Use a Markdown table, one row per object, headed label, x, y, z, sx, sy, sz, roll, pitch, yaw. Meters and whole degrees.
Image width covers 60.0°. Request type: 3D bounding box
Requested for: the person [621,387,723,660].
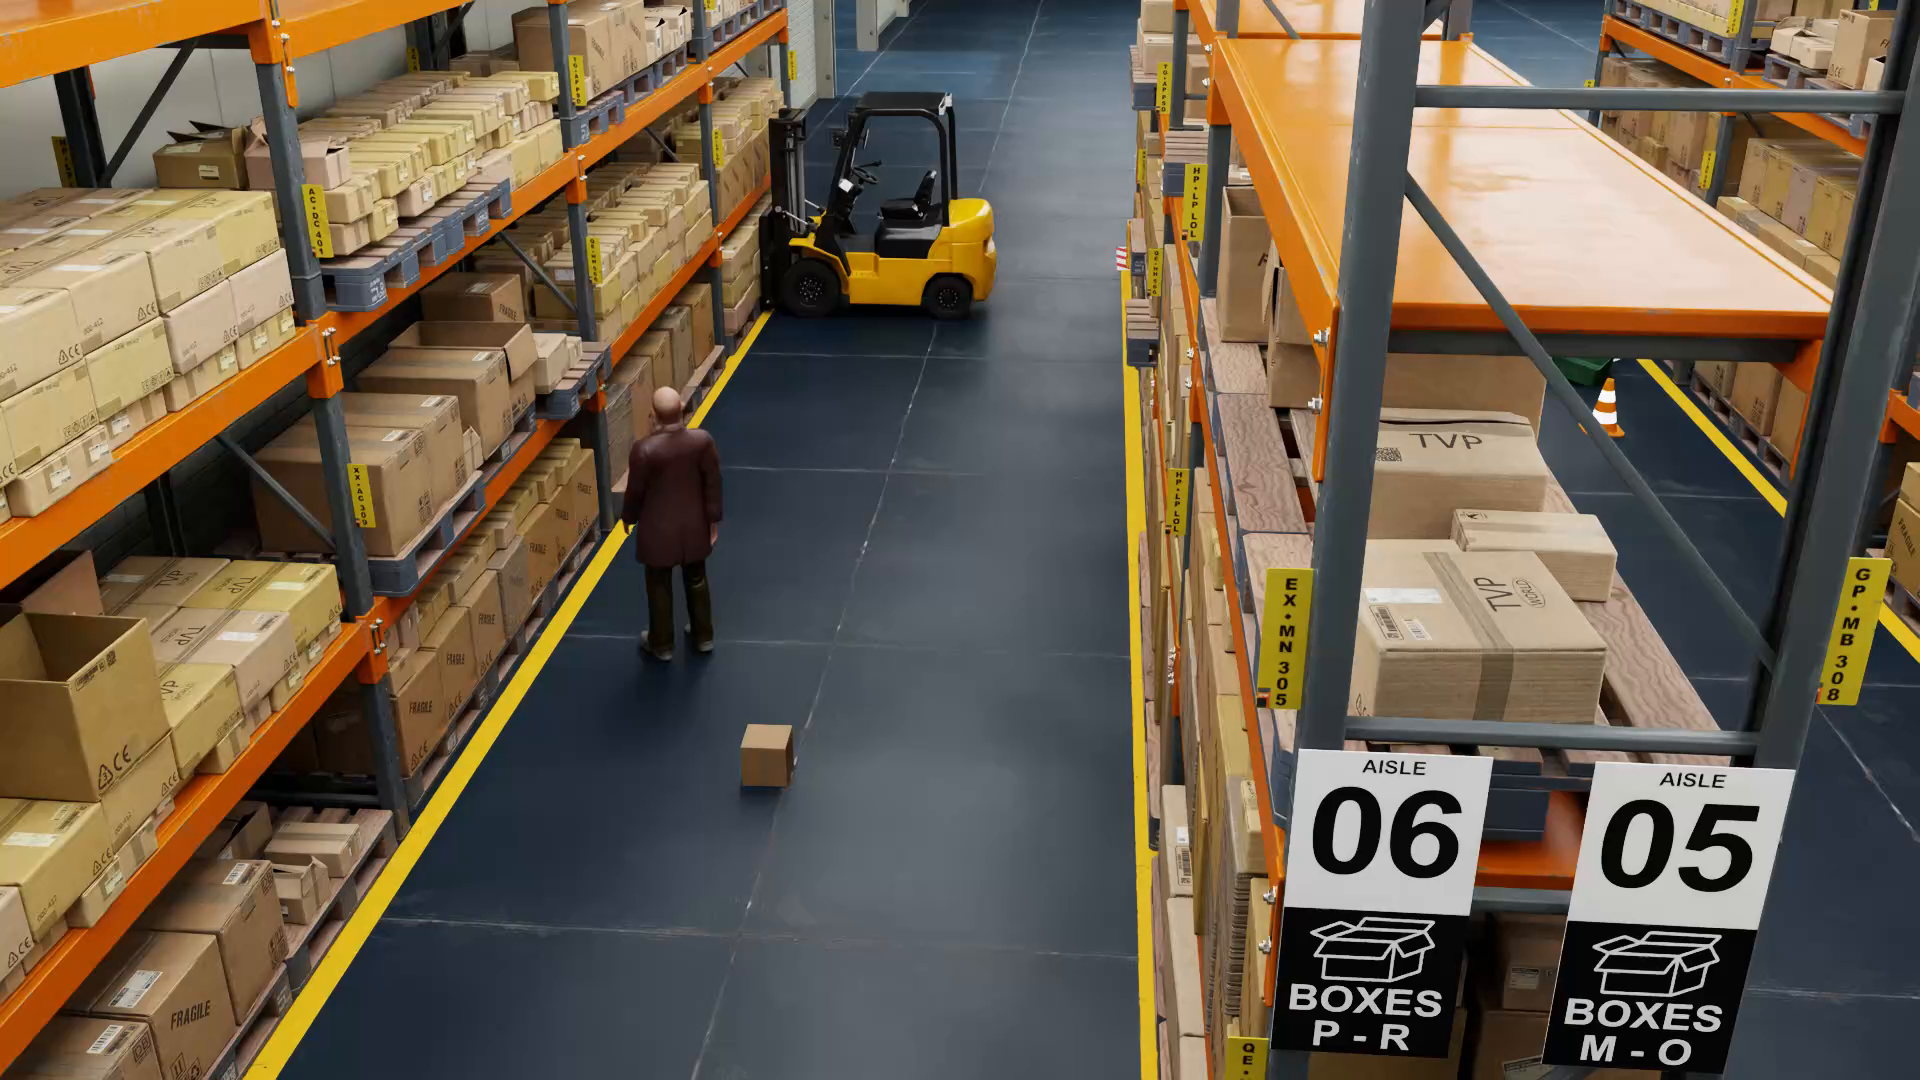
| label | x | y | z | sx | sy | sz | roll | pitch | yaw |
| --- | --- | --- | --- | --- | --- | --- | --- | --- | --- |
| person | -1.784 | -0.117 | 10.248 | 0.582 | 1.790 | 0.471 | -14 | 28 | -28 |
